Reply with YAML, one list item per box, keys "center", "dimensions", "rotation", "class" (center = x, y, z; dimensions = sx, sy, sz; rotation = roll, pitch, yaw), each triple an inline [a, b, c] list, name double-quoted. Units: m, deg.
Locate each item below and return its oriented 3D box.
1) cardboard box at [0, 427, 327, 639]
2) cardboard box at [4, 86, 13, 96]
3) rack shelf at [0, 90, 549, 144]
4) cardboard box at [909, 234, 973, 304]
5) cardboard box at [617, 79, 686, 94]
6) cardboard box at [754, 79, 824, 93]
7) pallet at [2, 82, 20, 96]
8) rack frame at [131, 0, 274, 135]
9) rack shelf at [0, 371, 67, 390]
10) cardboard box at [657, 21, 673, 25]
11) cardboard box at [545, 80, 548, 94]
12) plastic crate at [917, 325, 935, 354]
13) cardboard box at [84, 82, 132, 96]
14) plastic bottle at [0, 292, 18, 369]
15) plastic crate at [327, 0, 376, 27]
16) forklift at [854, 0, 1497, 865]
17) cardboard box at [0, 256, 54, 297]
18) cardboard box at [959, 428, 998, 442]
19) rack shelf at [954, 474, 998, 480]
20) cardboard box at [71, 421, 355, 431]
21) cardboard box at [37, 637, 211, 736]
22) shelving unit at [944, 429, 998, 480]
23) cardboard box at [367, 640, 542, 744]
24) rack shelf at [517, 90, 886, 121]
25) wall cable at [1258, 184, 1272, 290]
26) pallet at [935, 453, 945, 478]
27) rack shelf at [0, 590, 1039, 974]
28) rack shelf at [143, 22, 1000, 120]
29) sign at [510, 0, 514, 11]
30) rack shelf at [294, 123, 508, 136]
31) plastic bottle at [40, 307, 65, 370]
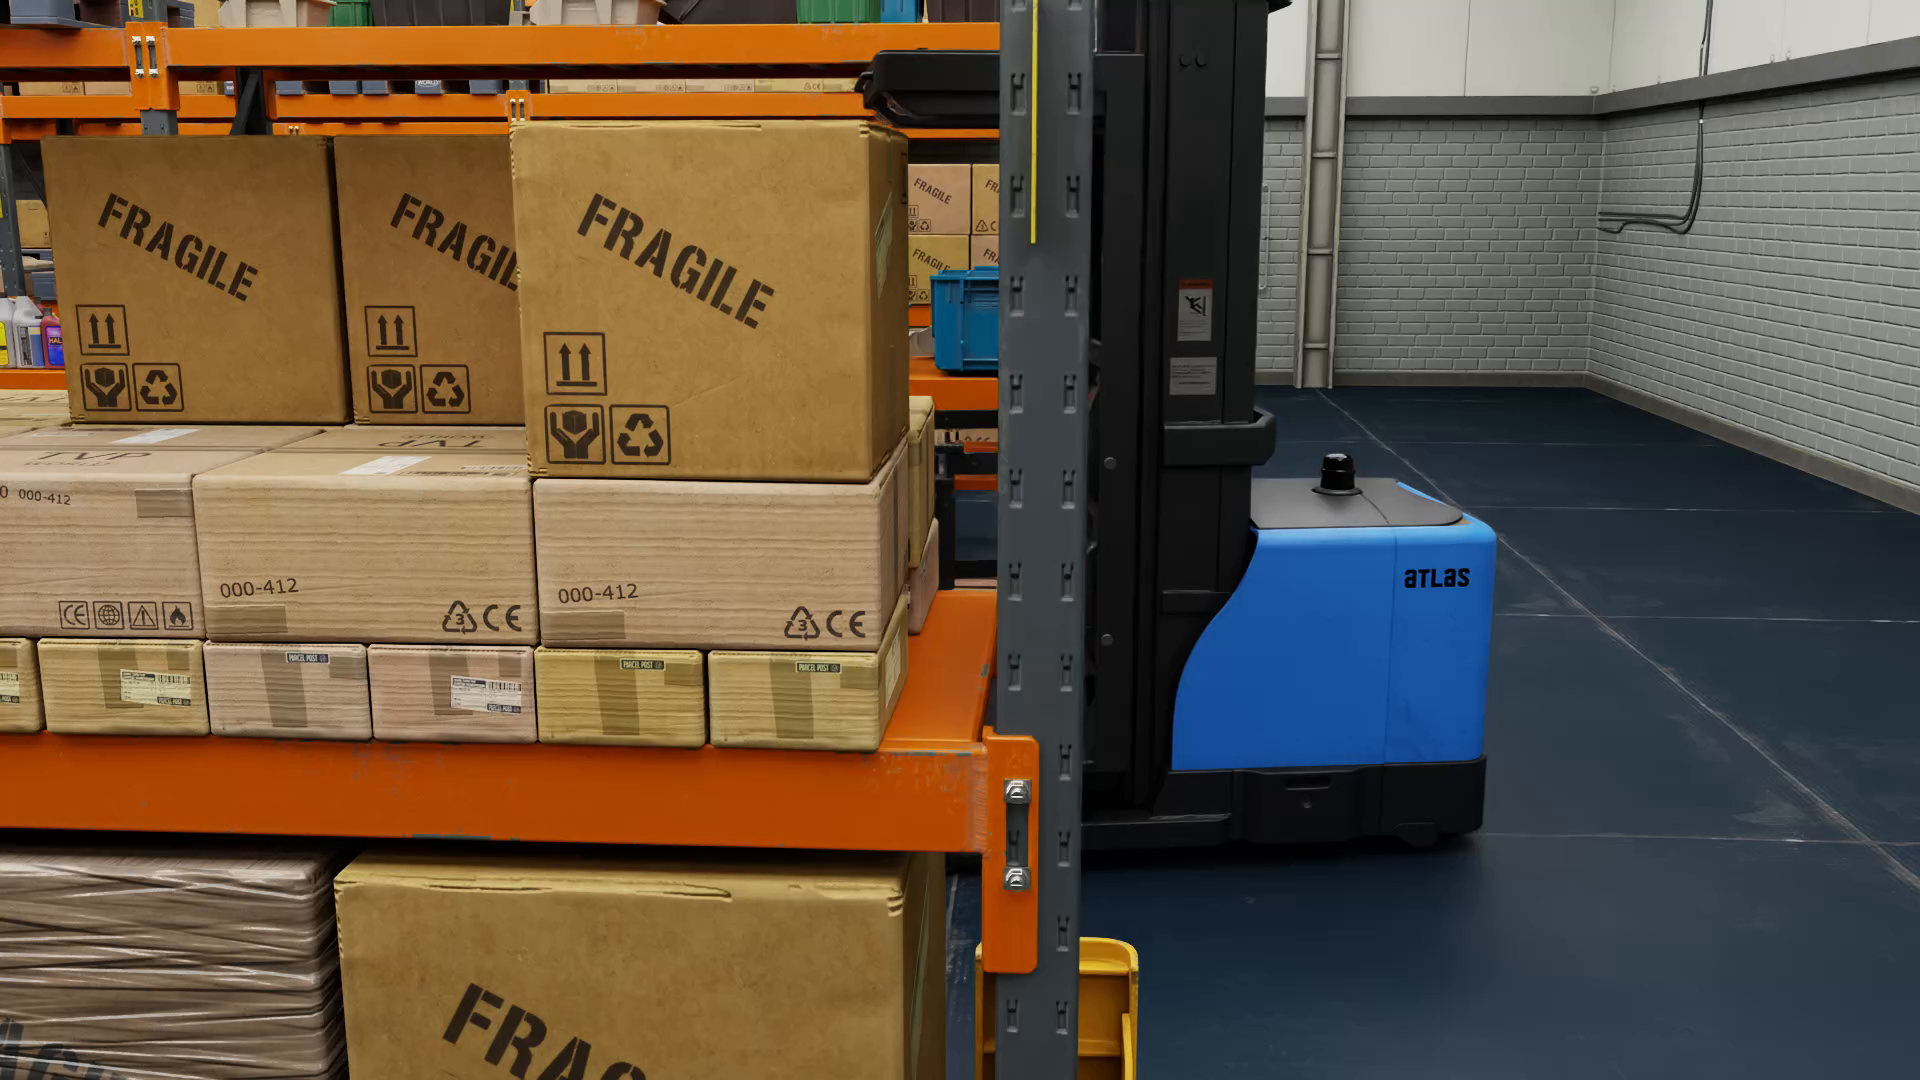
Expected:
- center: [-1.366, -0.026, 2.705]
  dimensions: [0.500, 0.250, 0.500]
  rotation: [0, 12, 2]
  class: "cardboard box"
- center: [-10.290, -4.886, 17.704]
  dimensions: [0.500, 0.500, 0.500]
  rotation: [3, 12, 12]
  class: "cardboard box"
- center: [-5.171, -3.209, 12.714]
  dimensions: [4.000, 0.370, 1.077]
  rotation: [1, 12, 4]
  class: "rack shelf"
- center: [-0.168, -2.017, 12.339]
  dimensions: [0.500, 0.500, 0.500]
  rotation: [1, 12, 4]
  class: "cardboard box"
- center: [-2.208, -3.396, 12.215]
  dimensions: [0.500, 0.250, 0.500]
  rotation: [1, 12, 4]
  class: "cardboard box"
- center: [-1.211, -3.382, 12.152]
  dimensions: [0.500, 0.250, 0.500]
  rotation: [1, 12, 4]
  class: "cardboard box"
- center: [-7.850, -3.487, 12.748]
  dimensions: [1.003, 0.211, 1.213]
  rotation: [1, 12, 6]
  class: "pallet"
- center: [-3.510, -1.054, 7.980]
  dimensions: [0.127, 3.000, 1.000]
  rotation: [1, 12, 4]
  class: "rack frame"
- center: [-5.506, -0.729, 8.184]
  dimensions: [4.000, 0.370, 1.077]
  rotation: [1, 12, 4]
  class: "rack shelf"
- center: [-2.208, -3.641, 12.169]
  dimensions: [0.500, 0.250, 0.500]
  rotation: [1, 12, 4]
  class: "cardboard box"
- center: [-4.279, -4.839, 17.431]
  dimensions: [0.500, 0.500, 0.700]
  rotation: [1, 12, 3]
  class: "cardboard box"
- center: [-0.058, -0.991, 8.178]
  dimensions: [0.298, 0.136, 0.250]
  rotation: [1, 12, 4]
  class: "plastic crate"
- center: [-6.220, -3.631, 12.732]
  dimensions: [0.500, 0.500, 0.910]
  rotation: [1, 12, 4]
  class: "cardboard box"
- center: [-4.449, -0.975, 7.725]
  dimensions: [0.185, 0.351, 0.144]
  rotation: [1, 12, 4]
  class: "plastic bottle"
- center: [-3.068, -2.474, 7.962]
  dimensions: [0.662, 0.188, 0.450]
  rotation: [1, 12, 4]
  class: "plastic crate"
- center: [0.171, -0.496, 5.482]
  dimensions: [3.031, 2.935, 1.130]
  rotation: [-1, 12, -5]
  class: "forklift"
- center: [-7.527, -2.091, 13.154]
  dimensions: [0.500, 0.311, 0.500]
  rotation: [2, 12, 7]
  class: "cardboard box"
- center: [0.256, -0.960, 12.561]
  dimensions: [0.500, 0.500, 0.500]
  rotation: [1, 12, 4]
  class: "cardboard box"
- center: [0.165, -0.363, 10.181]
  dimensions: [0.457, 0.050, 0.221]
  rotation: [1, 12, 4]
  class: "rack shelf"
- center: [-1.331, -0.134, 3.225]
  dimensions: [0.500, 0.250, 0.500]
  rotation: [0, 12, 2]
  class: "cardboard box"
- center: [-1.247, 0.184, 2.674]
  dimensions: [0.250, 0.149, 0.380]
  rotation: [1, 12, 2]
  class: "cardboard box"
- center: [0.163, -0.585, 10.135]
  dimensions: [0.499, 1.200, 0.258]
  rotation: [1, 12, 4]
  class: "shelving unit"
- center: [-0.739, 0.191, 2.641]
  dimensions: [0.250, 0.149, 0.380]
  rotation: [1, 12, 4]
  class: "cardboard box"
- center: [-1.180, -3.154, 12.453]
  dimensions: [4.000, 0.370, 1.077]
  rotation: [1, 12, 4]
  class: "rack shelf"
- center: [2.483, -3.696, 18.130]
  dimensions: [1.851, 1.984, 0.084]
  rotation: [1, 12, 4]
  class: "wall cable"
- center: [-27.335, -2.474, 0.118]
  dimensions: [54.027, 8.999, 28.867]
  rotation: [1, 12, 4]
  class: "pallet"
- center: [-1.846, 0.338, 3.085]
  dimensions: [4.000, 0.370, 1.077]
  rotation: [1, 12, 4]
  class: "rack shelf"
- center: [-1.515, -2.142, 7.615]
  dimensions: [4.000, 0.370, 1.077]
  rotation: [1, 12, 4]
  class: "rack shelf"
- center: [-3.209, -3.866, 11.874]
  dimensions: [0.005, 0.325, 0.100]
  rotation: [1, 12, 4]
  class: "sign"
- center: [-4.844, -4.221, 17.552]
  dimensions: [4.000, 0.370, 1.077]
  rotation: [1, 12, 4]
  class: "rack shelf"
- center: [-4.159, -0.930, 7.672]
  dimensions: [0.133, 0.283, 0.061]
  rotation: [1, 12, 4]
  class: "plastic bottle"
